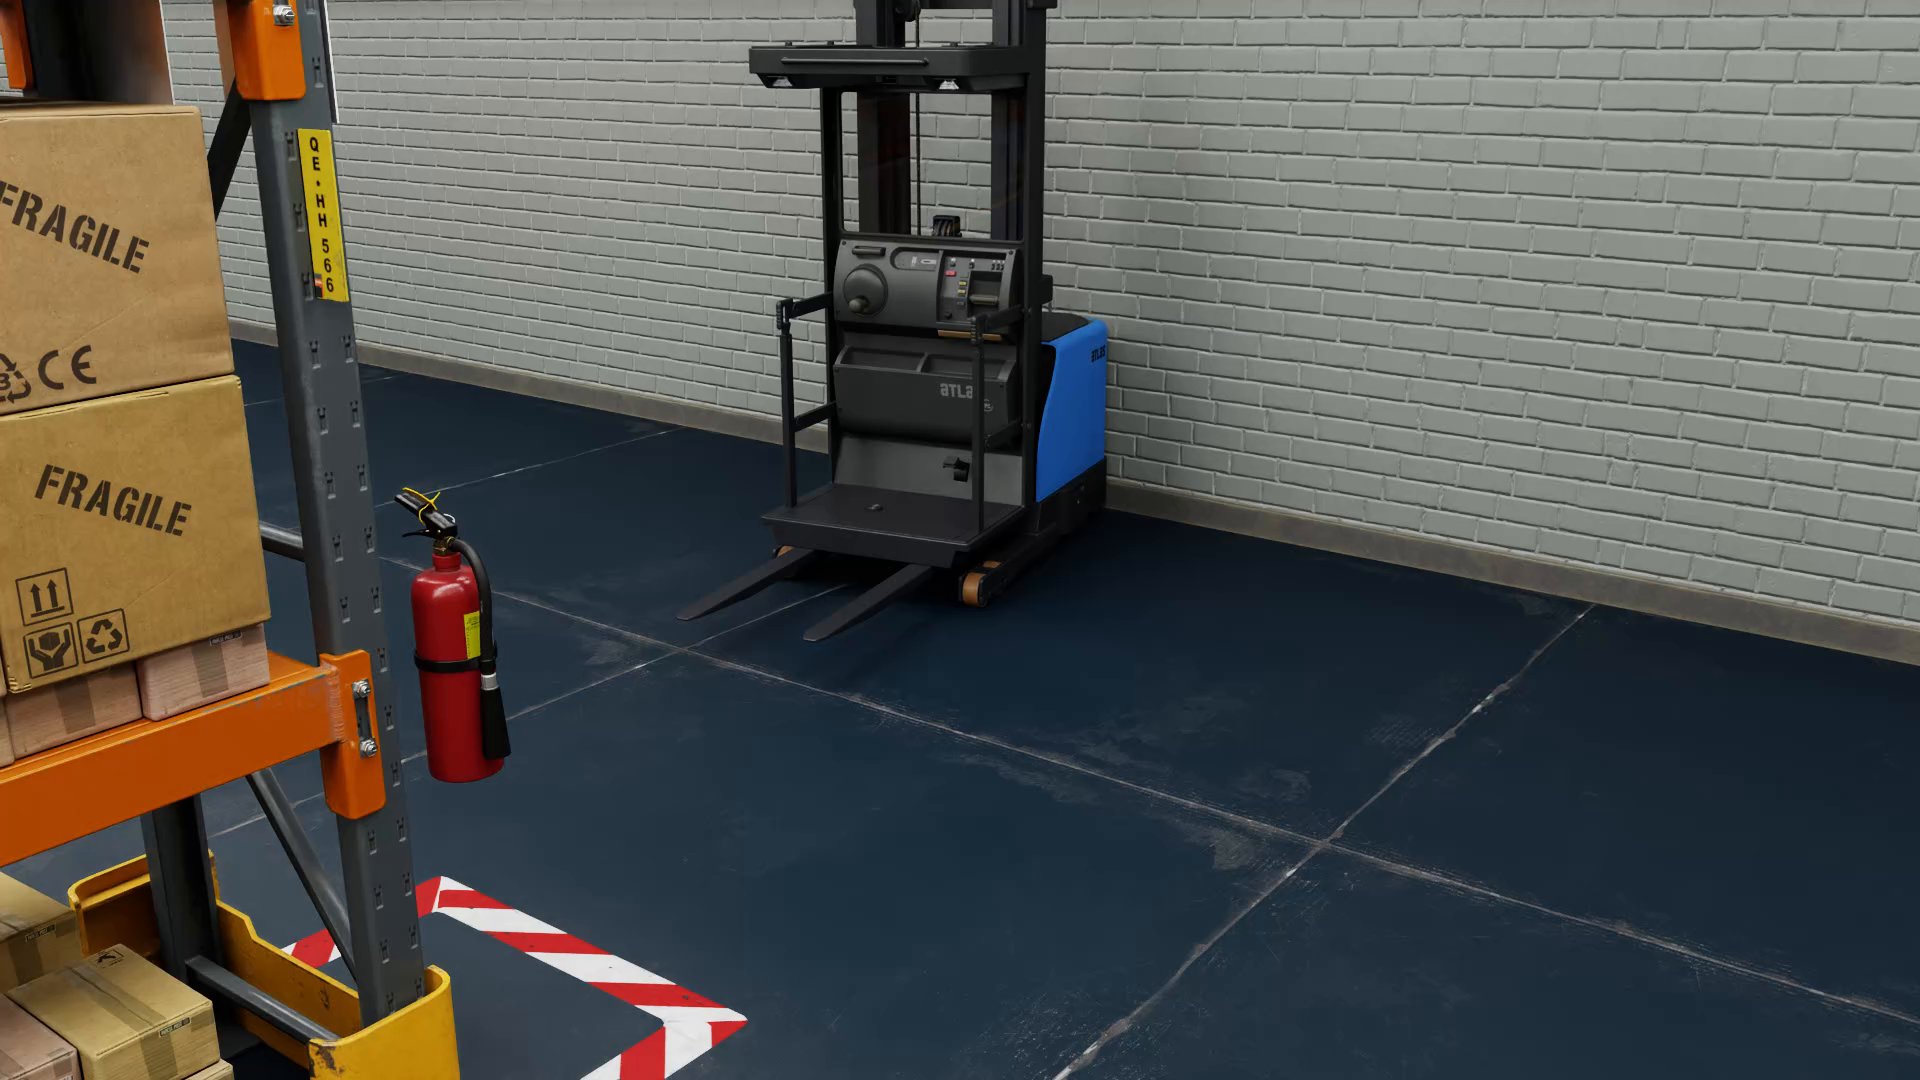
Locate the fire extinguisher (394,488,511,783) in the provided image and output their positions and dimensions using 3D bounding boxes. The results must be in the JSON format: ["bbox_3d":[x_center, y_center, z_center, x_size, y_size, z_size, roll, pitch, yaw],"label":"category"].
[{"bbox_3d":[-1.146,0.210,3.768,0.296,0.674,0.183,12,21,35],"label":"fire extinguisher"}]

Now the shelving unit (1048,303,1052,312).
[{"bbox_3d":[0.455,-0.740,9.322,0.258,1.200,0.189,10,17,35],"label":"shelving unit"}]

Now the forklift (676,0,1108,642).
[{"bbox_3d":[-0.260,-1.230,7.762,1.130,2.935,3.031,8,19,23],"label":"forklift"}]

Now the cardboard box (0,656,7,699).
[{"bbox_3d":[-2.039,0.058,2.829,0.500,0.500,0.500,12,21,34],"label":"cardboard box"}]

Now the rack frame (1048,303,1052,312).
[{"bbox_3d":[0.400,-0.723,9.250,0.240,1.200,0.006,10,17,35],"label":"rack frame"}]

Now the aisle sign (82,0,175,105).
[{"bbox_3d":[-1.865,-1.338,3.612,0.394,0.787,0.004,12,21,35],"label":"aisle sign"}]

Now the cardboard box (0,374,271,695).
[{"bbox_3d":[-1.728,-0.064,3.221,0.500,0.500,0.500,13,21,36],"label":"cardboard box"}]

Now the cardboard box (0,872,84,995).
[{"bbox_3d":[-2.252,0.915,3.835,0.380,0.149,0.250,11,21,32],"label":"cardboard box"}]

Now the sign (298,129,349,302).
[{"bbox_3d":[-1.233,-0.627,3.221,0.100,0.325,0.005,12,21,35],"label":"sign"}]

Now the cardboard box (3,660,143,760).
[{"bbox_3d":[-1.813,0.274,3.228,0.380,0.149,0.250,12,21,35],"label":"cardboard box"}]

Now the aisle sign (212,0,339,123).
[{"bbox_3d":[-1.383,-1.232,3.271,0.394,0.787,0.004,12,21,35],"label":"aisle sign"}]

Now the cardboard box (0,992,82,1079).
[{"bbox_3d":[-1.975,1.071,3.333,0.380,0.149,0.250,13,21,36],"label":"cardboard box"}]

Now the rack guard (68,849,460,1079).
[{"bbox_3d":[-1.712,1.185,4.083,1.175,0.500,0.348,12,21,35],"label":"rack guard"}]

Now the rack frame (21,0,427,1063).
[{"bbox_3d":[-1.667,-0.026,3.771,1.000,3.000,0.127,12,21,35],"label":"rack frame"}]

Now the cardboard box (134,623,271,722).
[{"bbox_3d":[-1.634,0.221,3.397,0.380,0.149,0.250,12,21,35],"label":"cardboard box"}]

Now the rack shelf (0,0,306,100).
[{"bbox_3d":[-2.859,-0.639,1.899,1.077,0.370,4.000,12,21,35],"label":"rack shelf"}]

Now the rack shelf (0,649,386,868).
[{"bbox_3d":[-2.859,0.793,2.344,1.077,0.370,4.000,12,21,35],"label":"rack shelf"}]

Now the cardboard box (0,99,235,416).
[{"bbox_3d":[-1.740,-0.541,3.071,0.500,0.500,0.500,12,21,34],"label":"cardboard box"}]

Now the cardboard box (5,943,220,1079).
[{"bbox_3d":[-1.779,1.021,3.493,0.380,0.149,0.250,13,21,35],"label":"cardboard box"}]

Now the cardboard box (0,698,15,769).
[{"bbox_3d":[-1.950,0.336,3.027,0.380,0.149,0.250,12,21,34],"label":"cardboard box"}]

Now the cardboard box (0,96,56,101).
[{"bbox_3d":[-2.148,-0.634,3.371,0.500,0.500,0.500,12,21,34],"label":"cardboard box"}]

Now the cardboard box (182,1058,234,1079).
[{"bbox_3d":[-1.752,1.169,3.520,0.380,0.149,0.250,12,21,33],"label":"cardboard box"}]
